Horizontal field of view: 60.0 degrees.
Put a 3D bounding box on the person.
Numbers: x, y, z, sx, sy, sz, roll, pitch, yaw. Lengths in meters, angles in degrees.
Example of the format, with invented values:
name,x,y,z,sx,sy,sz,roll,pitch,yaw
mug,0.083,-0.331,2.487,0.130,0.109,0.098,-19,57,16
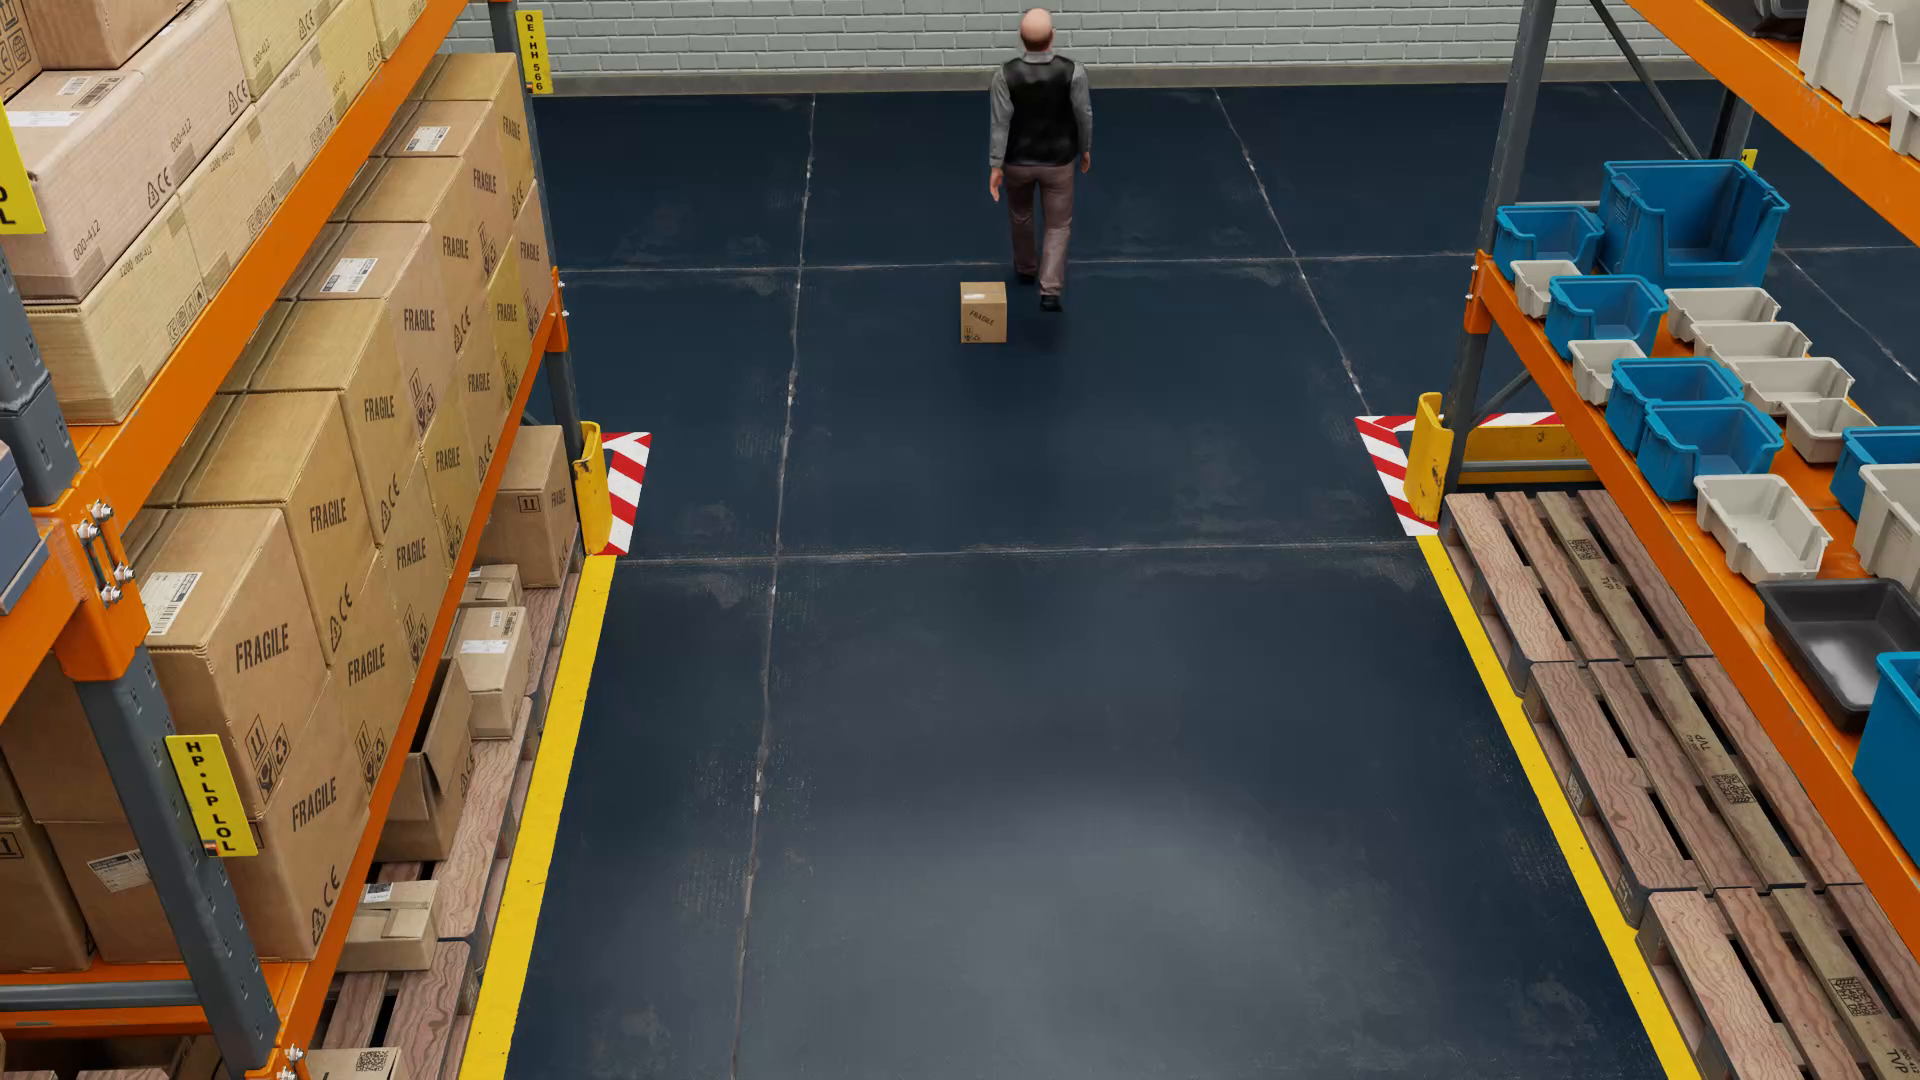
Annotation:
name,x,y,z,sx,sy,sz,roll,pitch,yaw
person,0.443,-2.089,9.156,0.554,1.679,0.979,3,35,5
